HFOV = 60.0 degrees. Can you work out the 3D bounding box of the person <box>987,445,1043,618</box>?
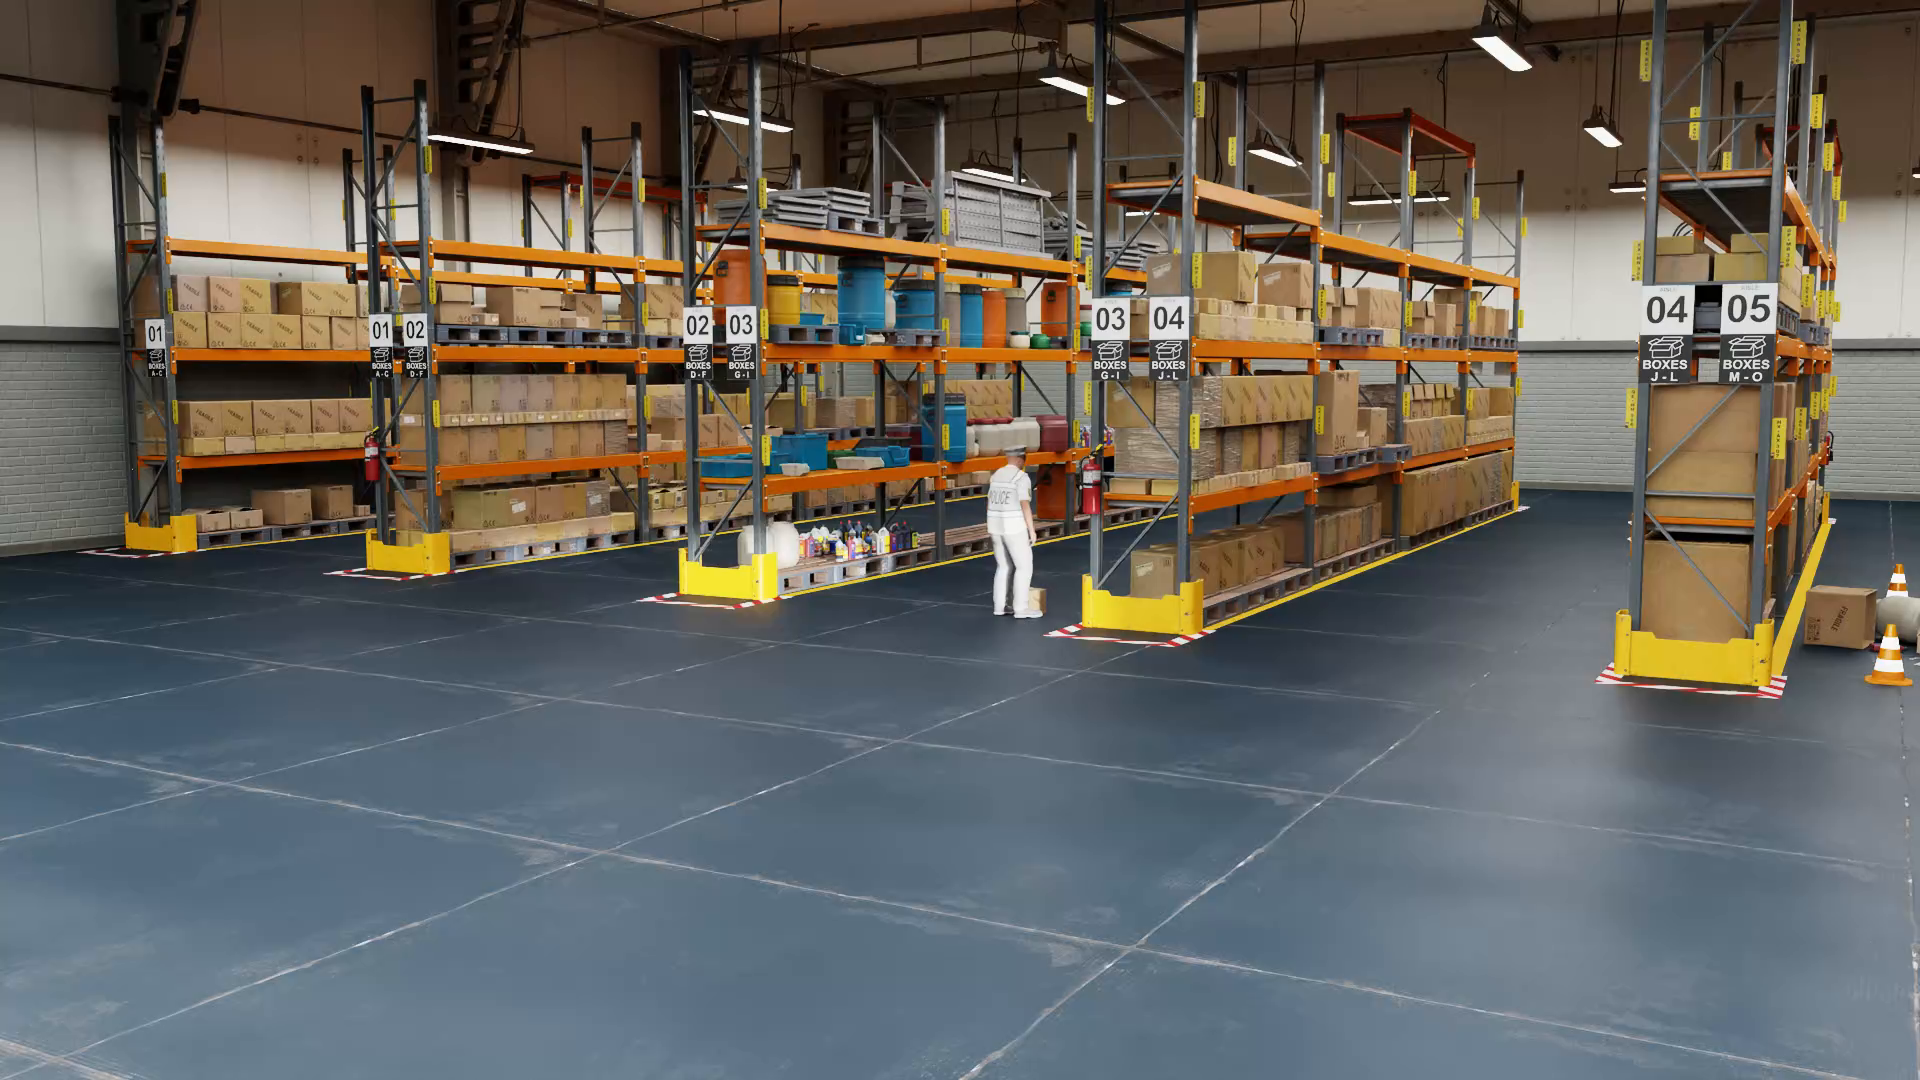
[{"bbox_3d":[0.519,-0.093,16.992,0.435,1.748,0.593,-6,8,-43],"label":"person"}]
